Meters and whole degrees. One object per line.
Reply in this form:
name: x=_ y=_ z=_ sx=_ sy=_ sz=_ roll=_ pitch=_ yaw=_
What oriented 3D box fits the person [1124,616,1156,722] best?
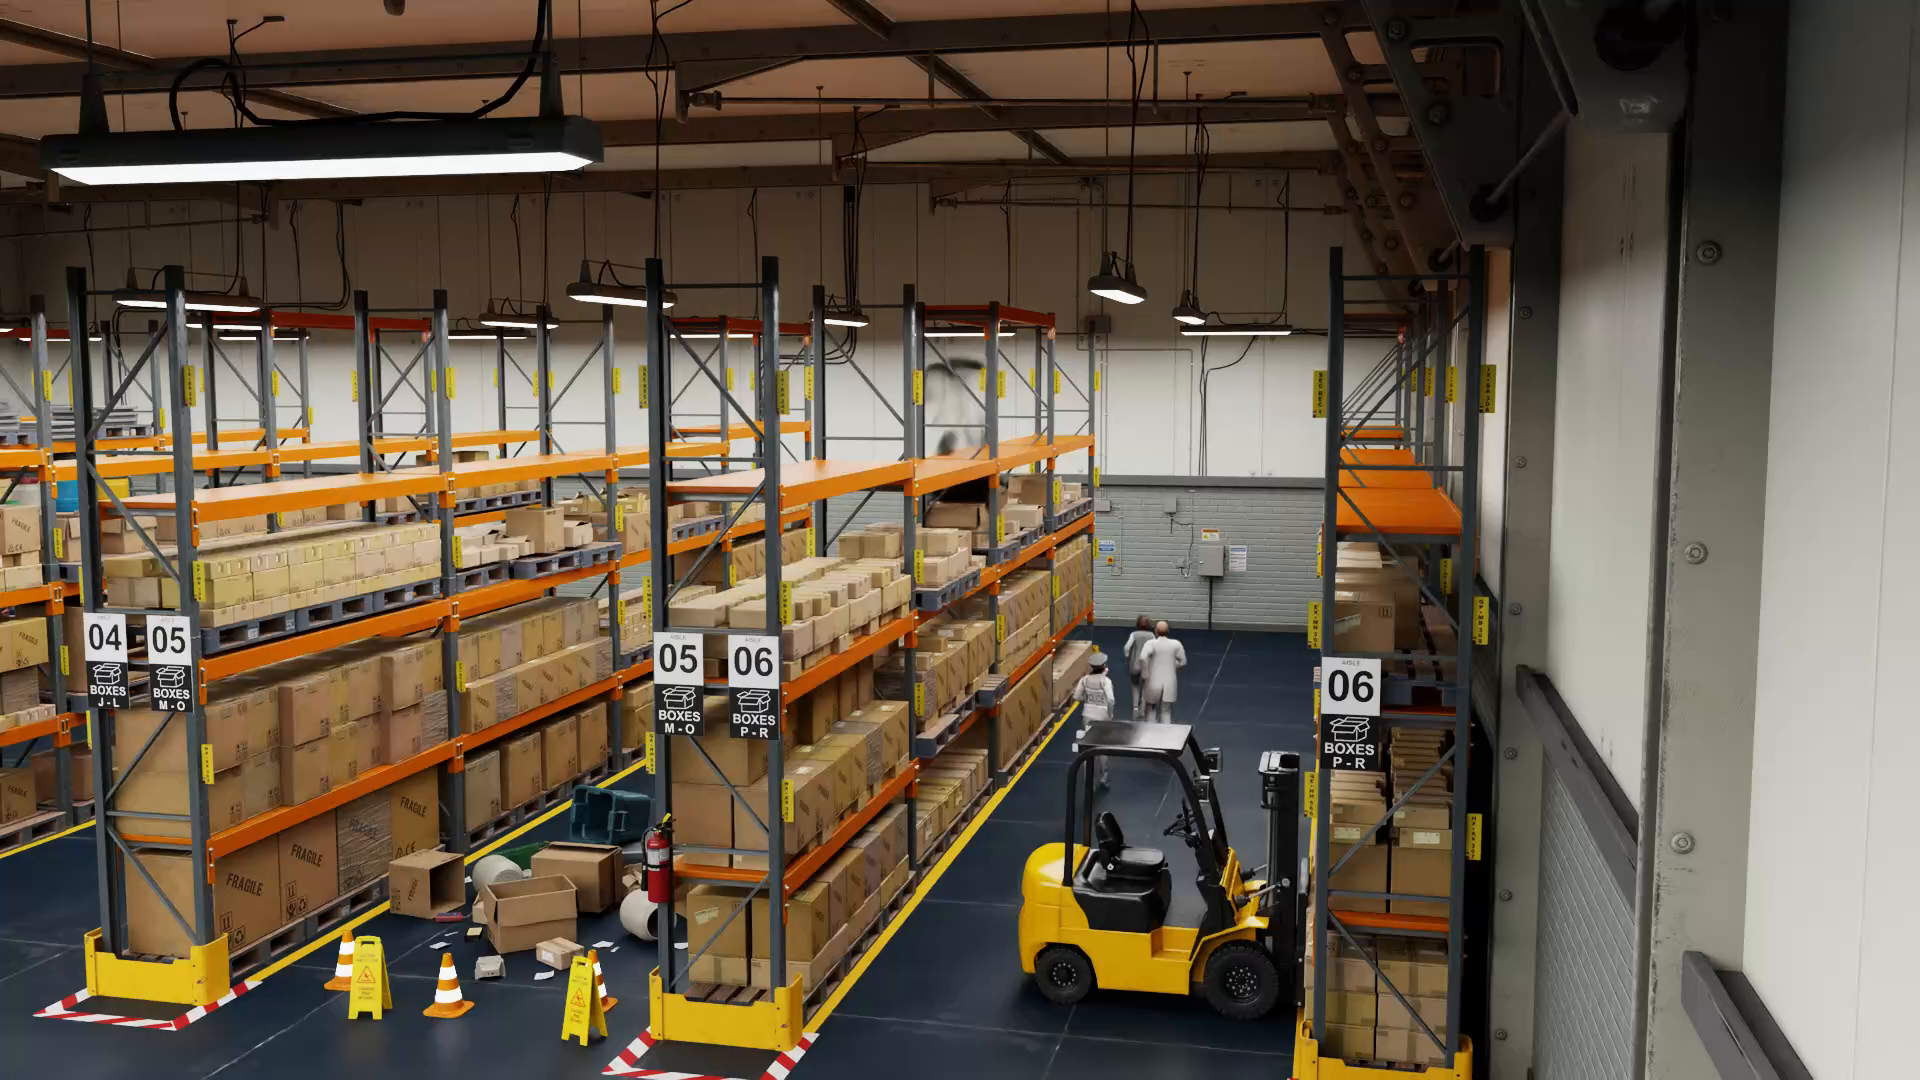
person: x=2.661 y=1.913 z=24.446 sx=0.504 sy=1.559 sz=0.732 roll=1 pitch=6 yaw=6

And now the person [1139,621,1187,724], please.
person: x=2.750 y=2.012 z=22.634 sx=0.685 sy=1.833 sz=0.826 roll=0 pitch=6 yaw=0

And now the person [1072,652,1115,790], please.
person: x=1.657 y=2.255 z=20.493 sx=0.591 sy=1.734 sz=0.829 roll=2 pitch=6 yaw=18
